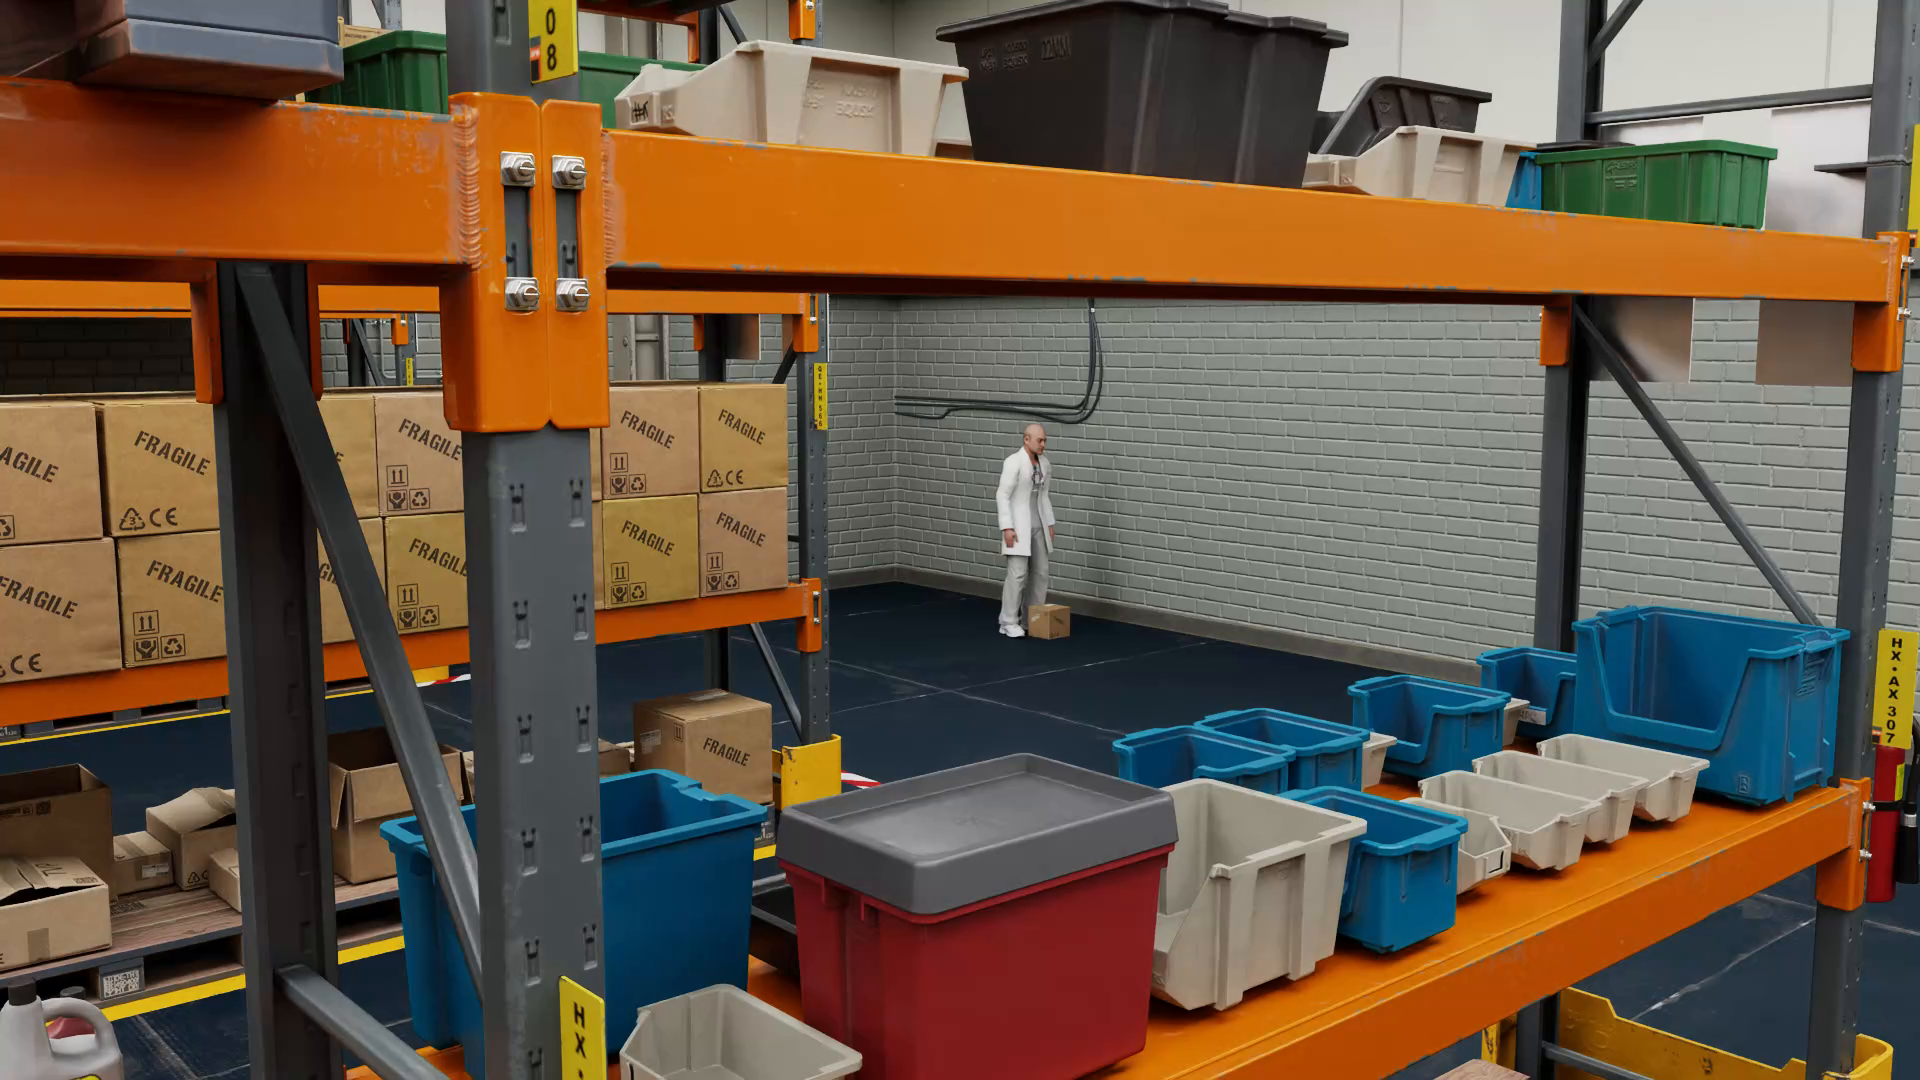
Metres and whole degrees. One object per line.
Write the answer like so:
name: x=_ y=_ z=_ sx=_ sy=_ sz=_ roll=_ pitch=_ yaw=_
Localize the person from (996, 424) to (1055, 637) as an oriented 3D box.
person: x=0.576 y=-0.093 z=14.069 sx=0.649 sy=1.773 sz=0.433 roll=-7 pitch=10 yaw=-44
